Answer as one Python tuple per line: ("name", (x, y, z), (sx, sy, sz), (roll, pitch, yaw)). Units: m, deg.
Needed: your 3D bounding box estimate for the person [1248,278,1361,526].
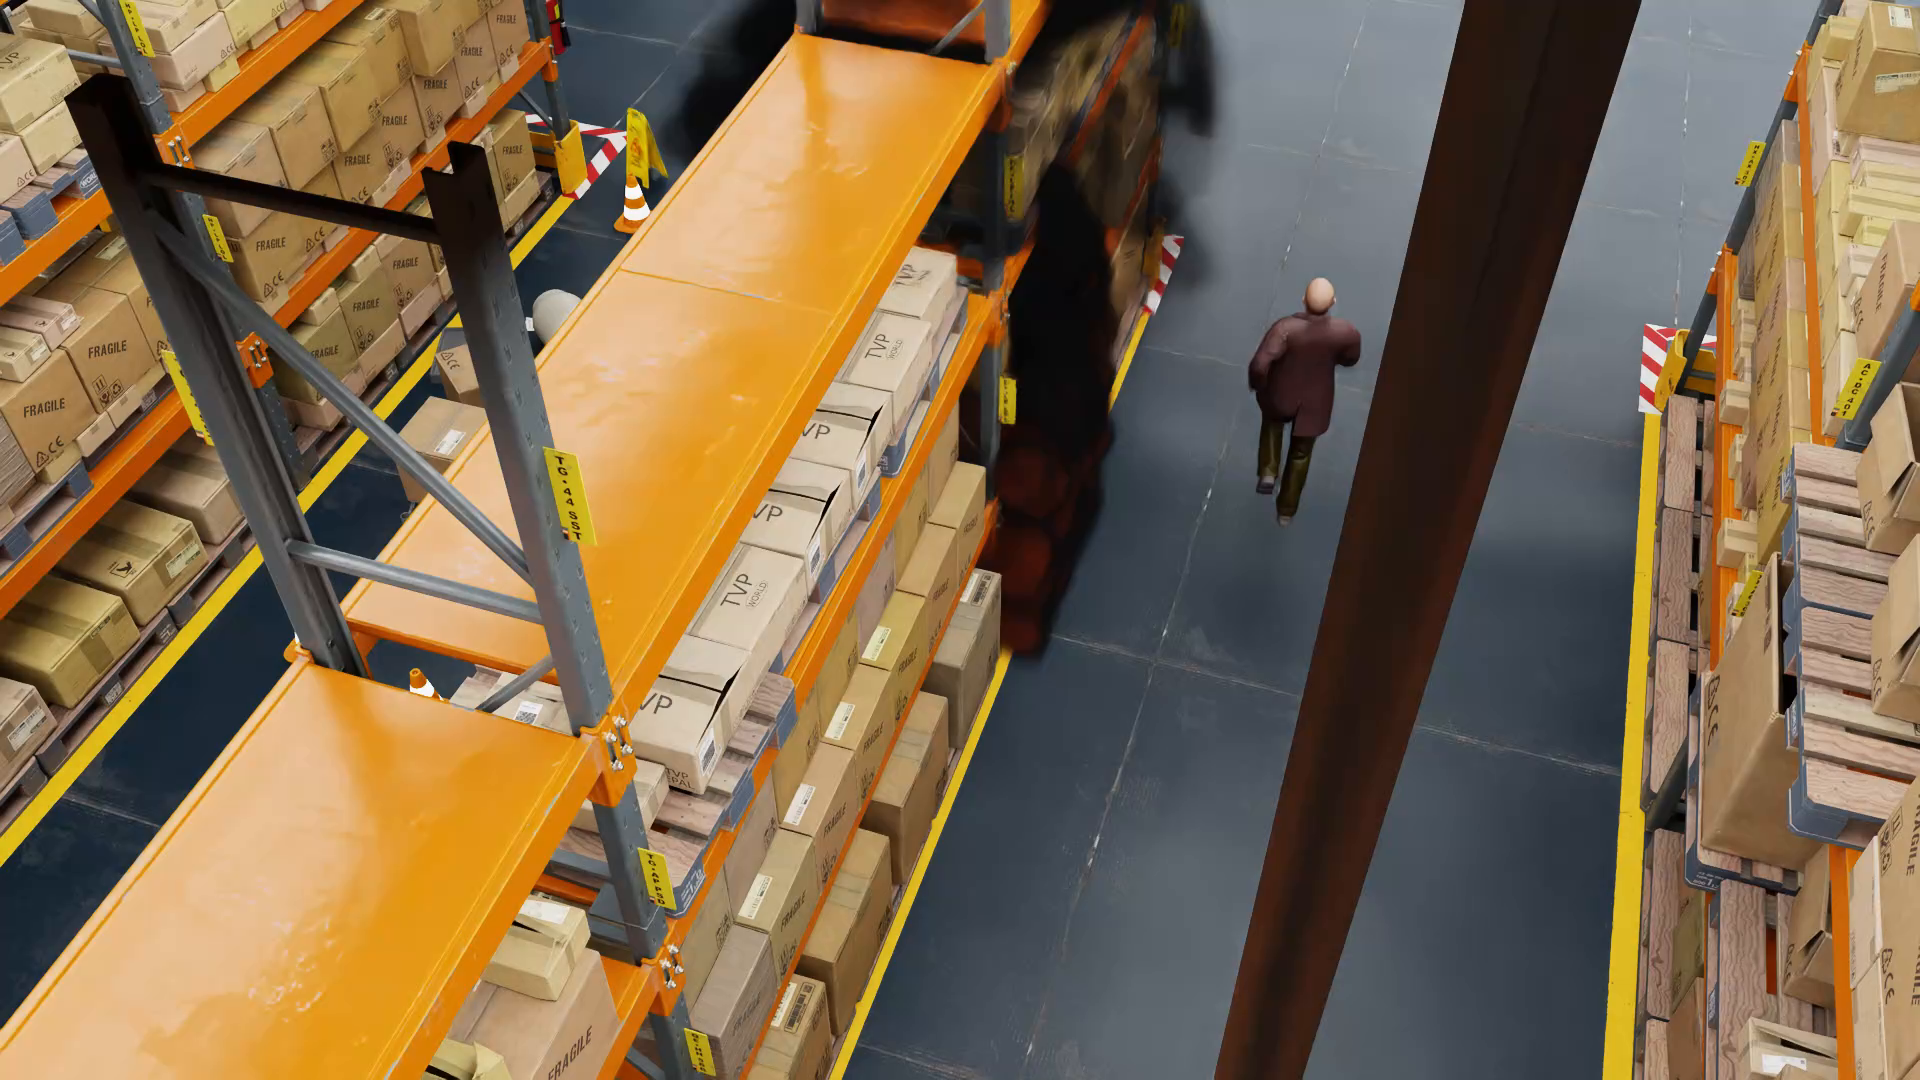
("person", (2.104, -0.921, 10.419), (0.680, 1.817, 0.727), (5, 46, 5))
